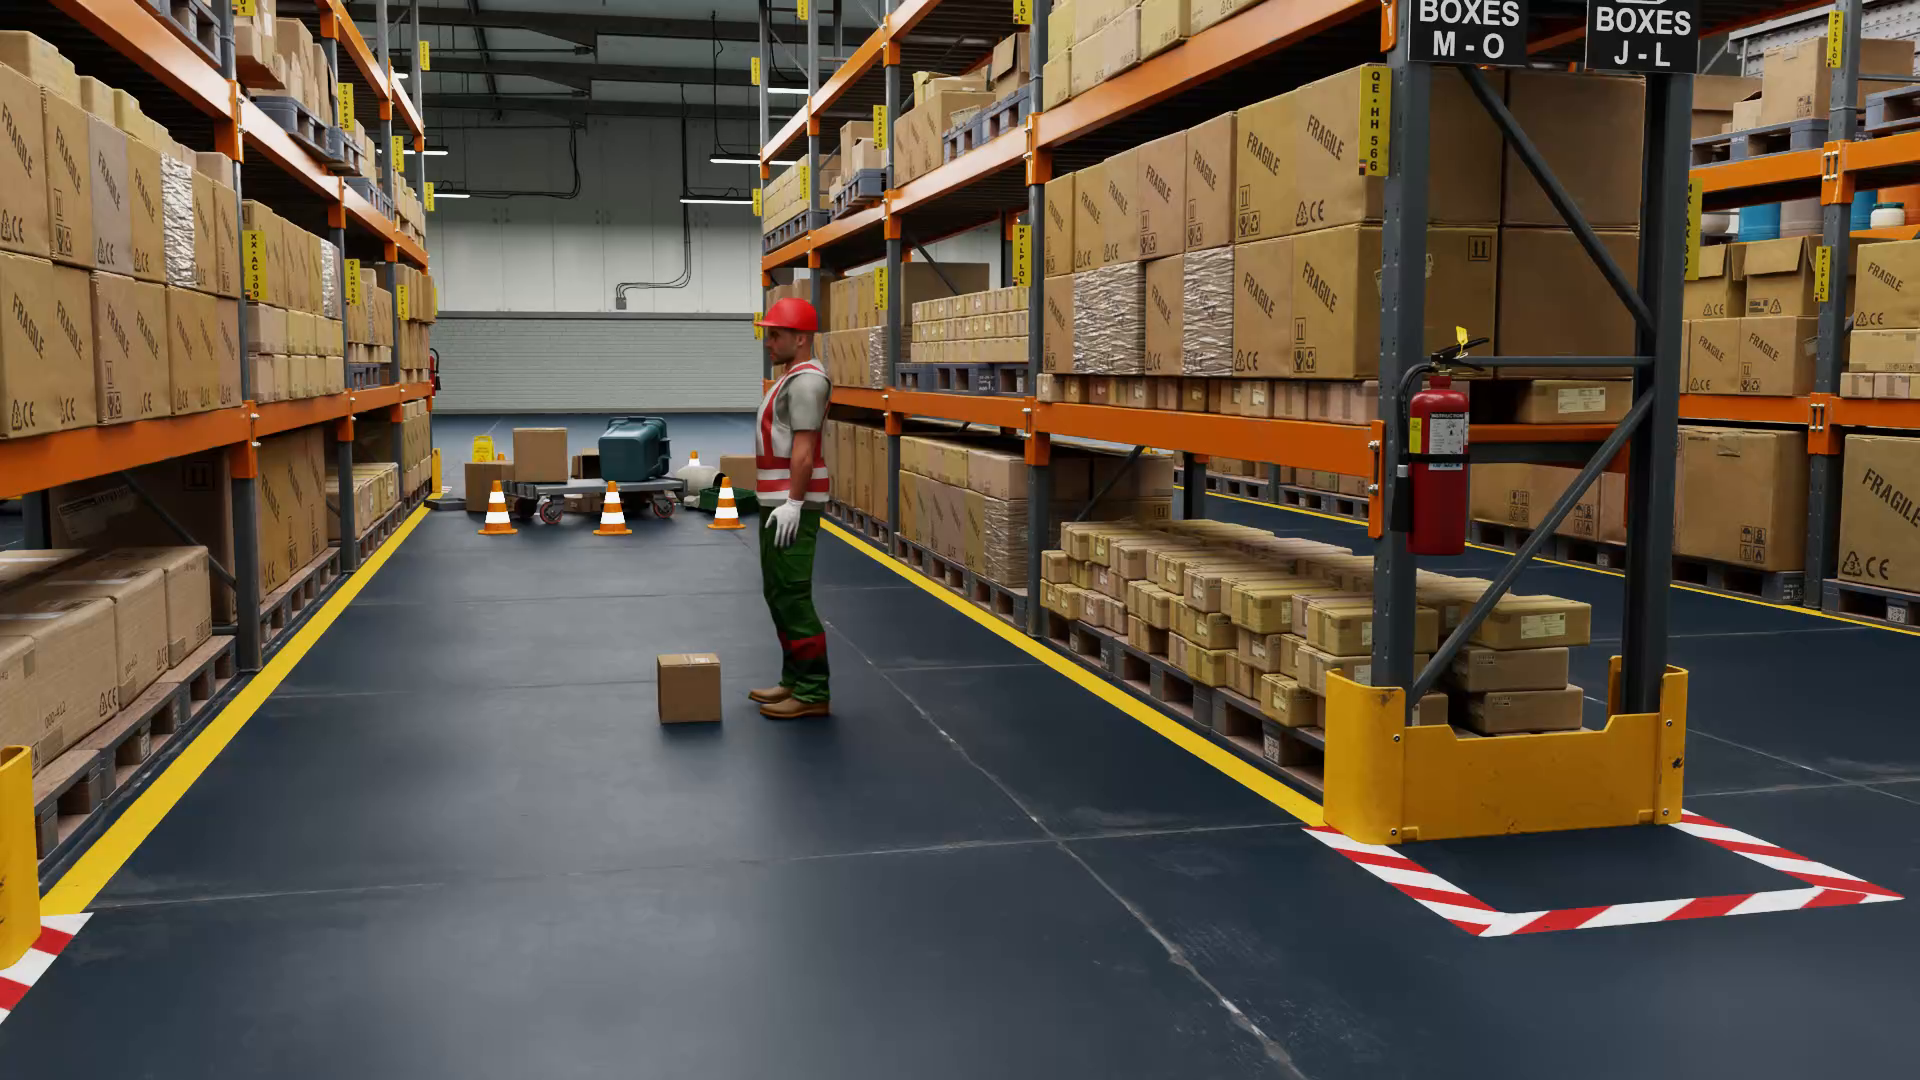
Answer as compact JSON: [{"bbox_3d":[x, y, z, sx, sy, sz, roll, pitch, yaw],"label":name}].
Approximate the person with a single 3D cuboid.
[{"bbox_3d":[-0.727,-0.139,7.127,0.356,1.785,0.526,-1,6,-13],"label":"person"}]
